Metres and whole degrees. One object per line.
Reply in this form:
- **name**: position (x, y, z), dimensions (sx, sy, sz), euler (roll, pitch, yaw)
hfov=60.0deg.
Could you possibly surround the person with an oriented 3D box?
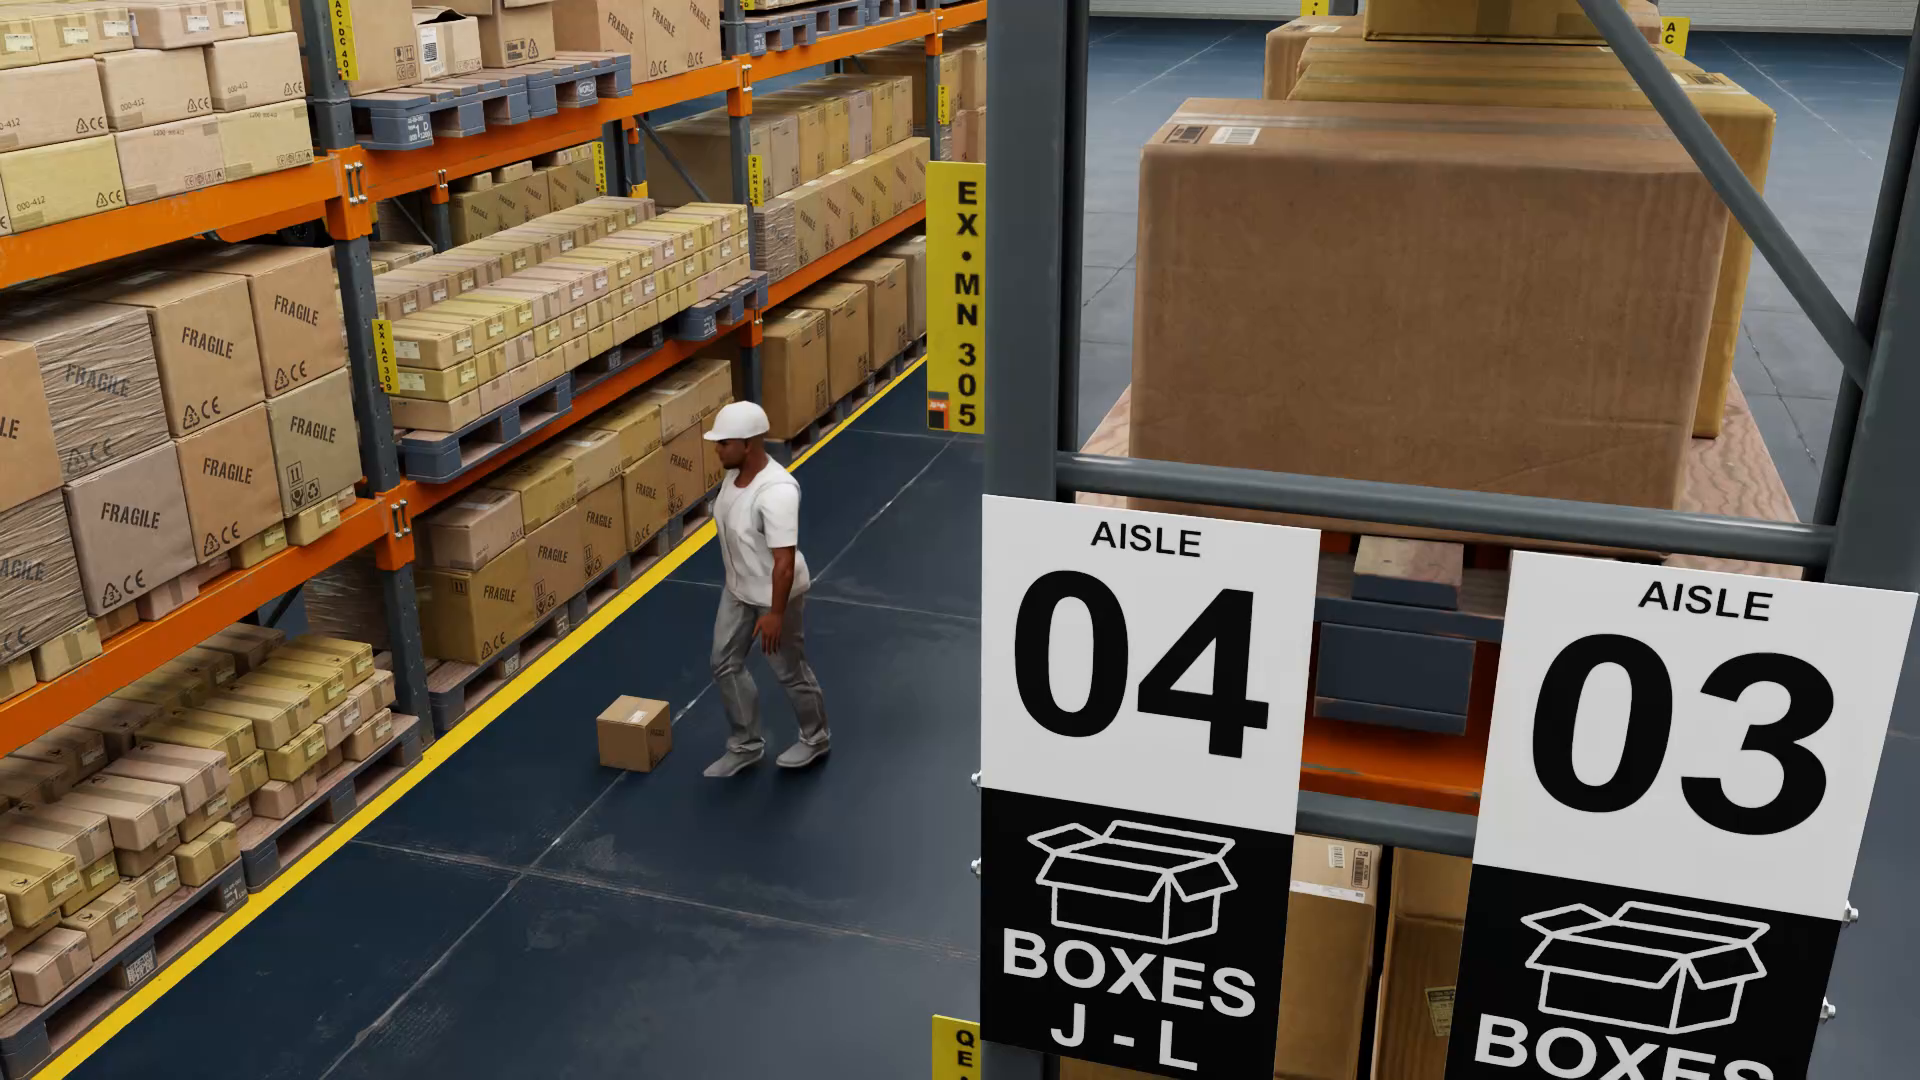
- **person**: position (-0.873, 0.255, 7.447), dimensions (0.581, 1.810, 0.621), euler (-17, 27, -36)
